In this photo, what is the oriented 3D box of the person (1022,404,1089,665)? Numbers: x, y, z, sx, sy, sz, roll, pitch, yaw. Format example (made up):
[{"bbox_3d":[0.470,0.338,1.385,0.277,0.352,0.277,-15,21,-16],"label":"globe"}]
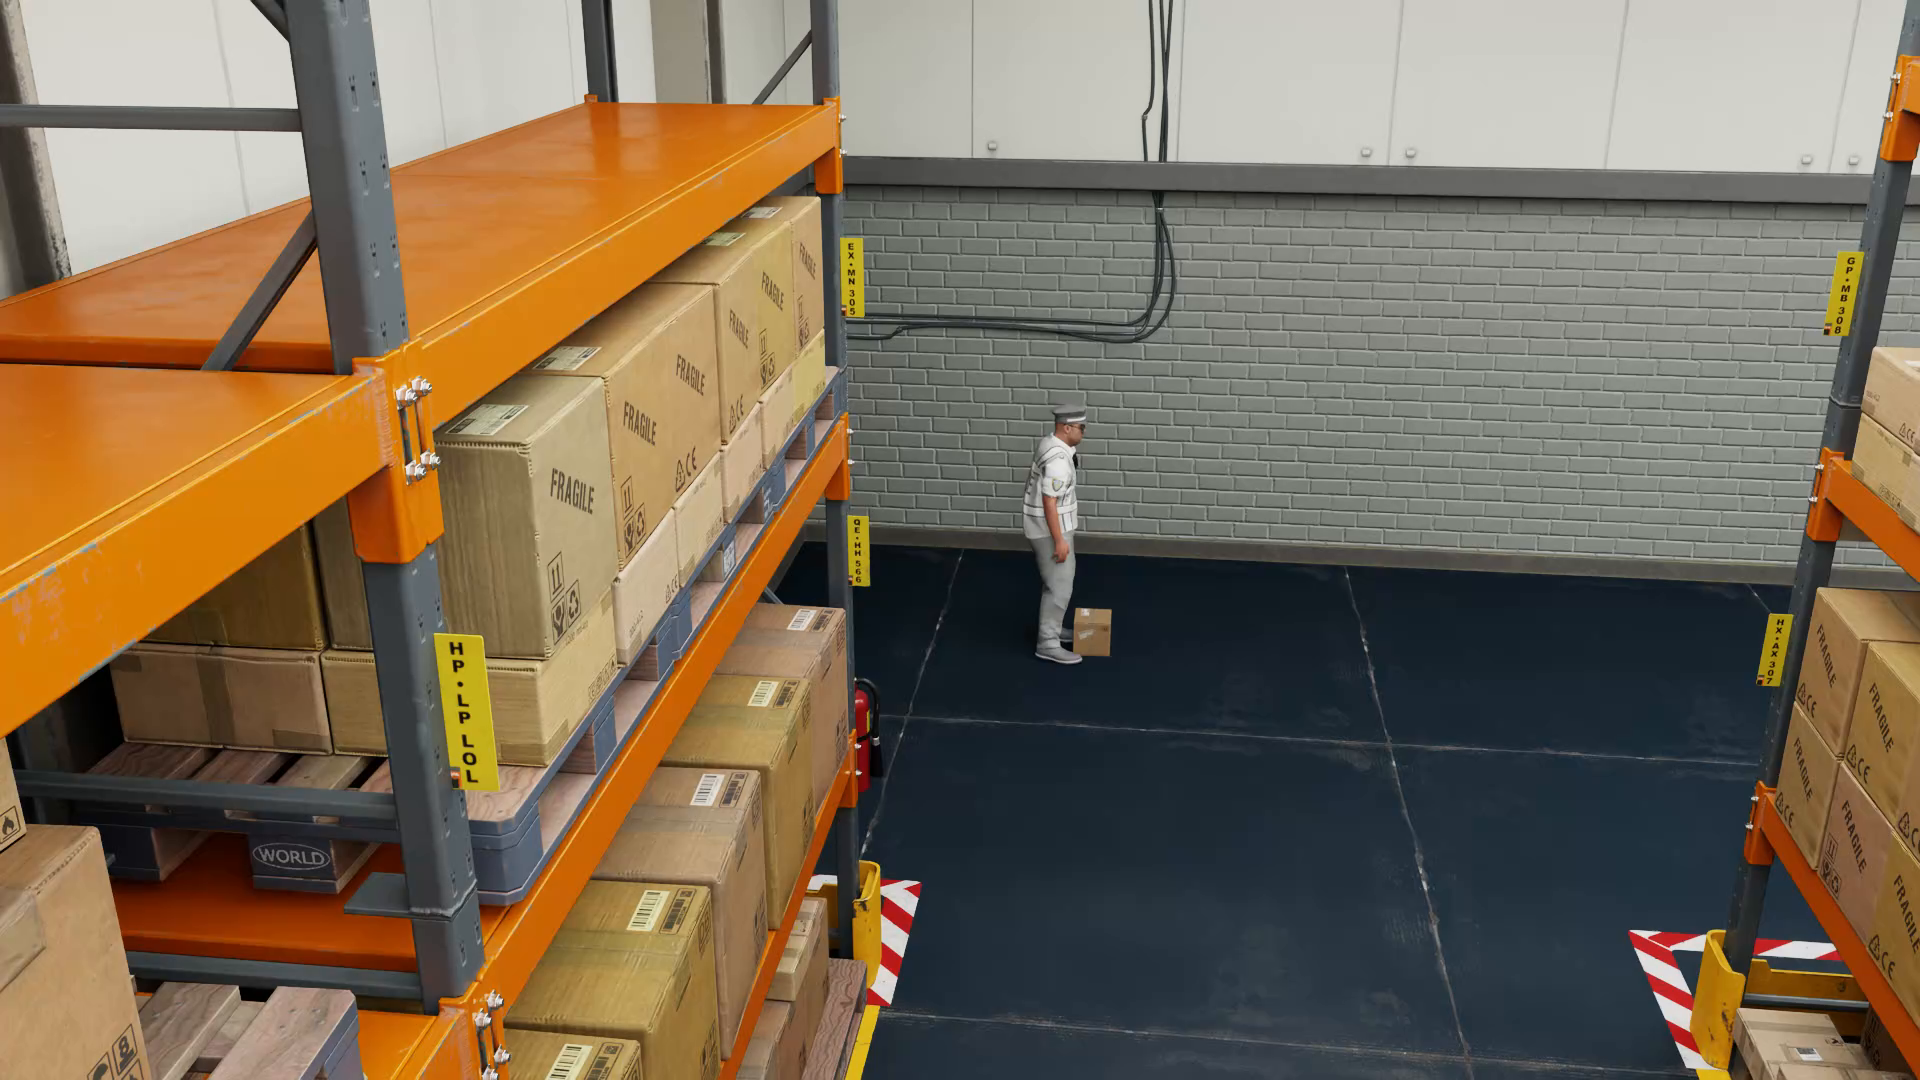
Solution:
[{"bbox_3d":[0.642,-0.071,11.258,0.444,1.747,0.596,1,21,3],"label":"person"}]
